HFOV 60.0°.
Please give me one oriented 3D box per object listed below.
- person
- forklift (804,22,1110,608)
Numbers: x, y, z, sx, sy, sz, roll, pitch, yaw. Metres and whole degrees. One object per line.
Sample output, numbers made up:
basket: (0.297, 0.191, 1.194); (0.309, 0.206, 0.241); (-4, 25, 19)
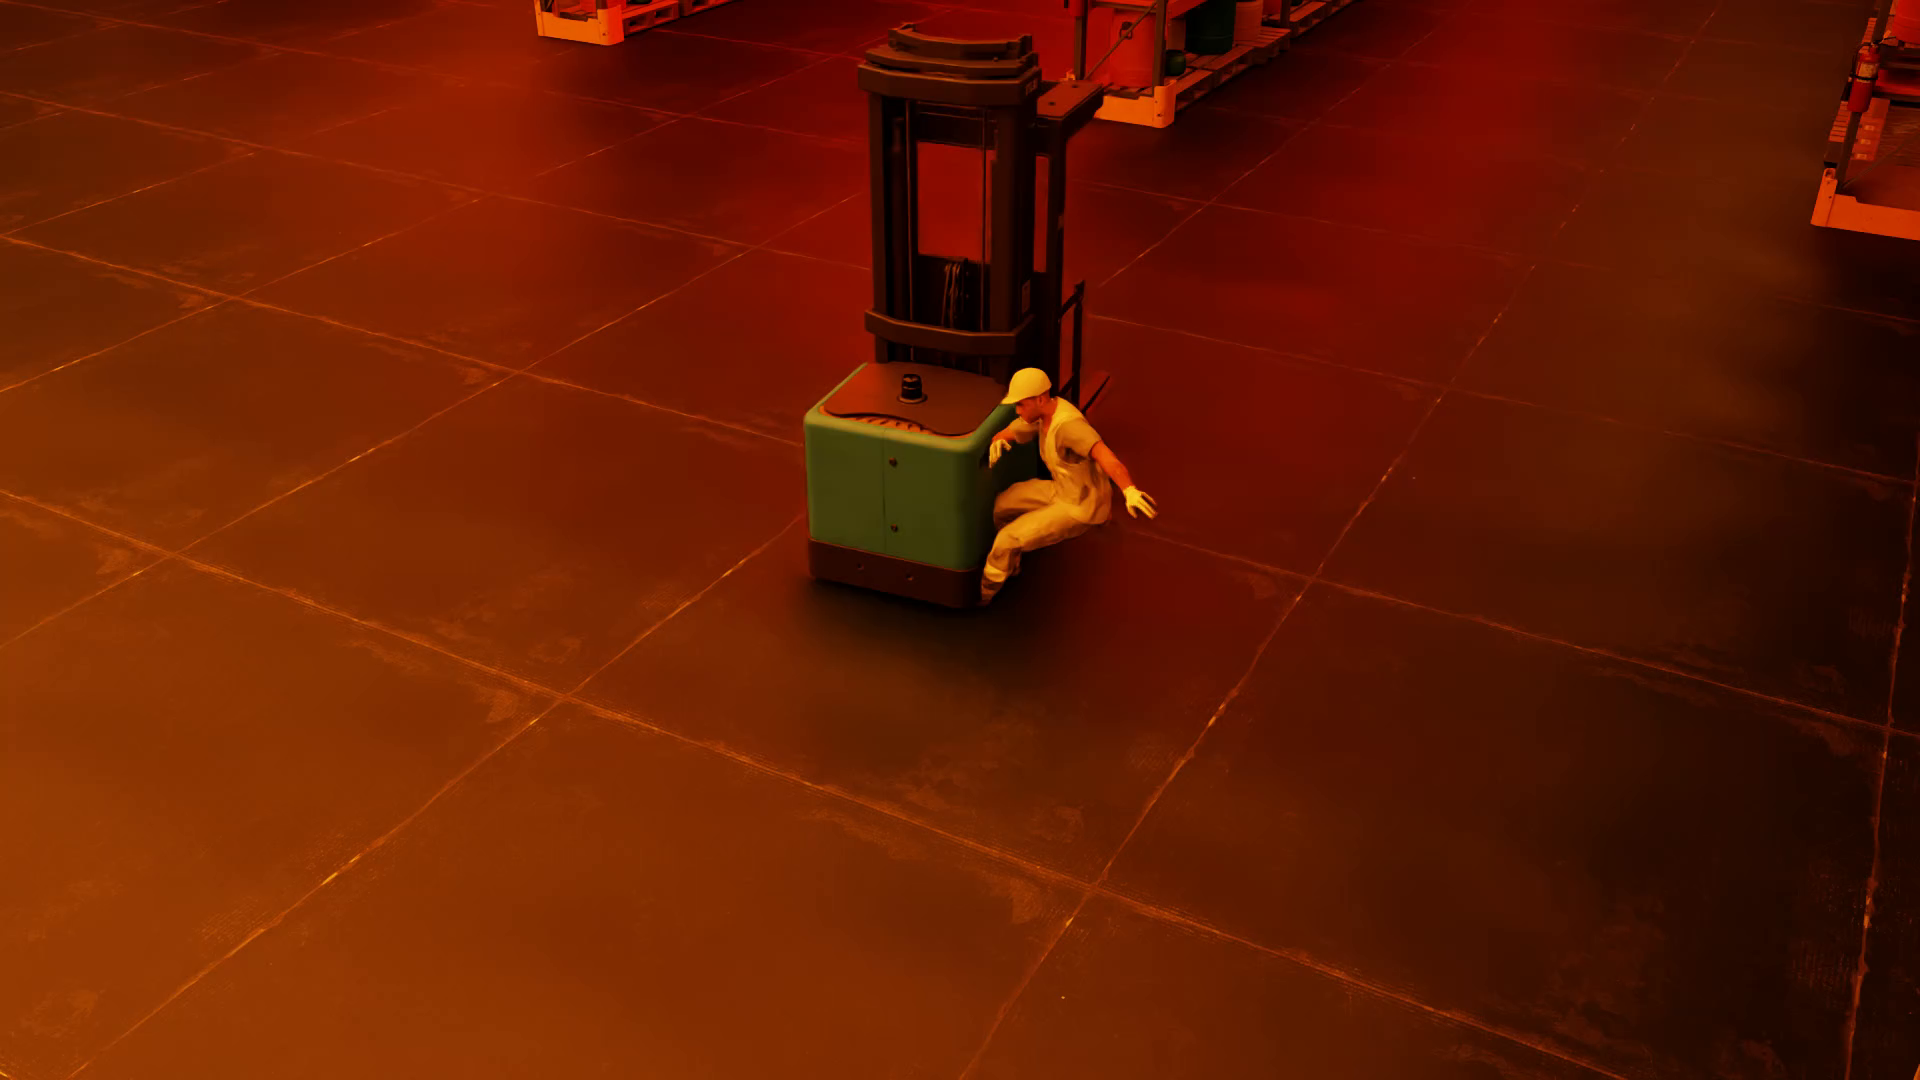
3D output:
person: (0.423, -0.167, 8.867); (0.960, 1.450, 1.211); (-5, 30, -9)
forklift: (0.159, -1.611, 9.863); (1.130, 2.935, 3.031); (12, 32, 19)
